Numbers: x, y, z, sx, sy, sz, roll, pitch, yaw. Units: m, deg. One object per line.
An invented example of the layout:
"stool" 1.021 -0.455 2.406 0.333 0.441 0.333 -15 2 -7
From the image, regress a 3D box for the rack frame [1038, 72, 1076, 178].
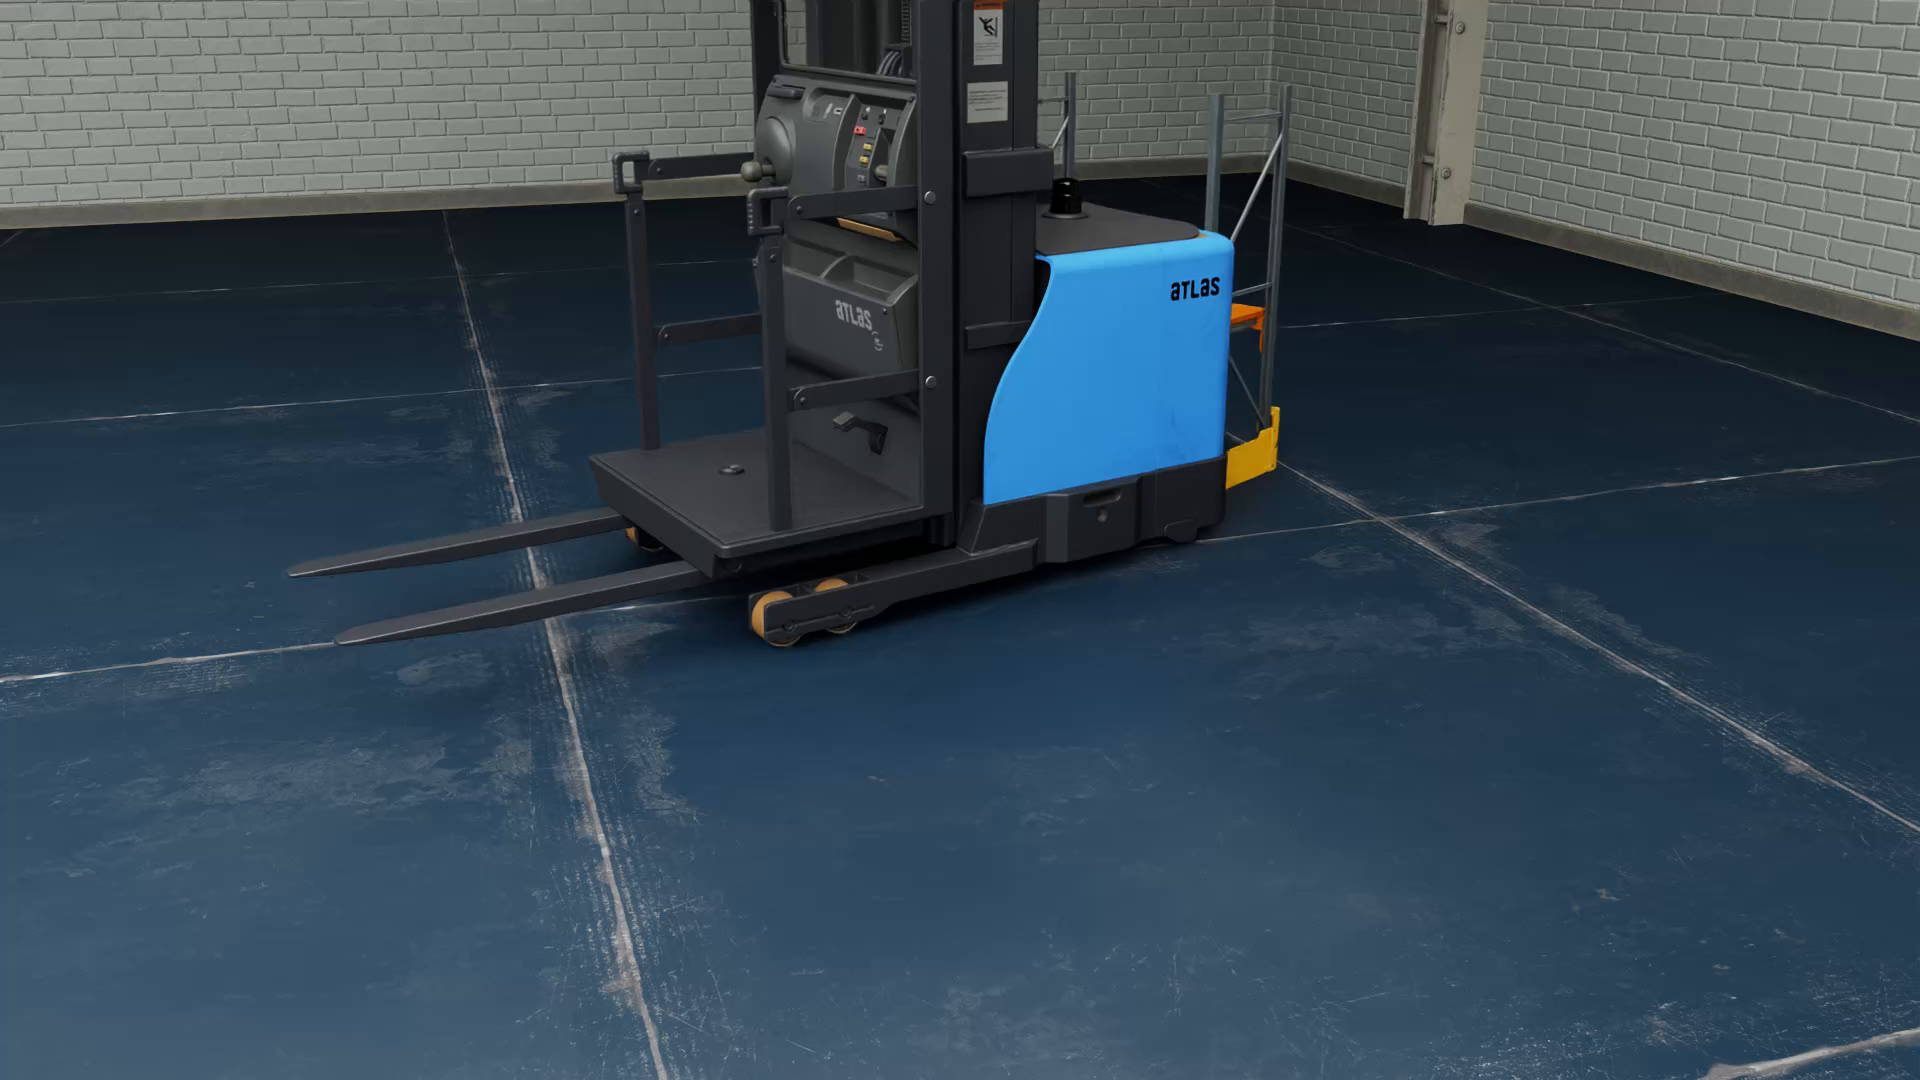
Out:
"rack frame" 0.302 -1.160 6.928 0.032 1.500 0.500 17 26 39

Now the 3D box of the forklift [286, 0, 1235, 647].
"forklift" -0.575 -1.260 5.088 3.031 2.935 1.130 -12 23 -30

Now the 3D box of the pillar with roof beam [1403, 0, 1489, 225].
"pillar with roof beam" -0.457 -6.223 9.929 9.100 9.000 0.400 -6 21 -17

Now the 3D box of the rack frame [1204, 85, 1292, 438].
"rack frame" 1.063 -0.932 6.294 0.032 1.500 0.500 17 26 39

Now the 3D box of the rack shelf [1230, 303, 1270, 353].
"rack shelf" 0.683 -0.877 6.672 1.000 0.185 0.538 17 26 39

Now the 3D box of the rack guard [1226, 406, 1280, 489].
"rack guard" 1.062 -0.345 6.506 0.087 0.250 0.587 17 26 39

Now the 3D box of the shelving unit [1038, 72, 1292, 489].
"shelving unit" 0.689 -1.044 6.605 1.083 1.500 0.587 17 26 39
